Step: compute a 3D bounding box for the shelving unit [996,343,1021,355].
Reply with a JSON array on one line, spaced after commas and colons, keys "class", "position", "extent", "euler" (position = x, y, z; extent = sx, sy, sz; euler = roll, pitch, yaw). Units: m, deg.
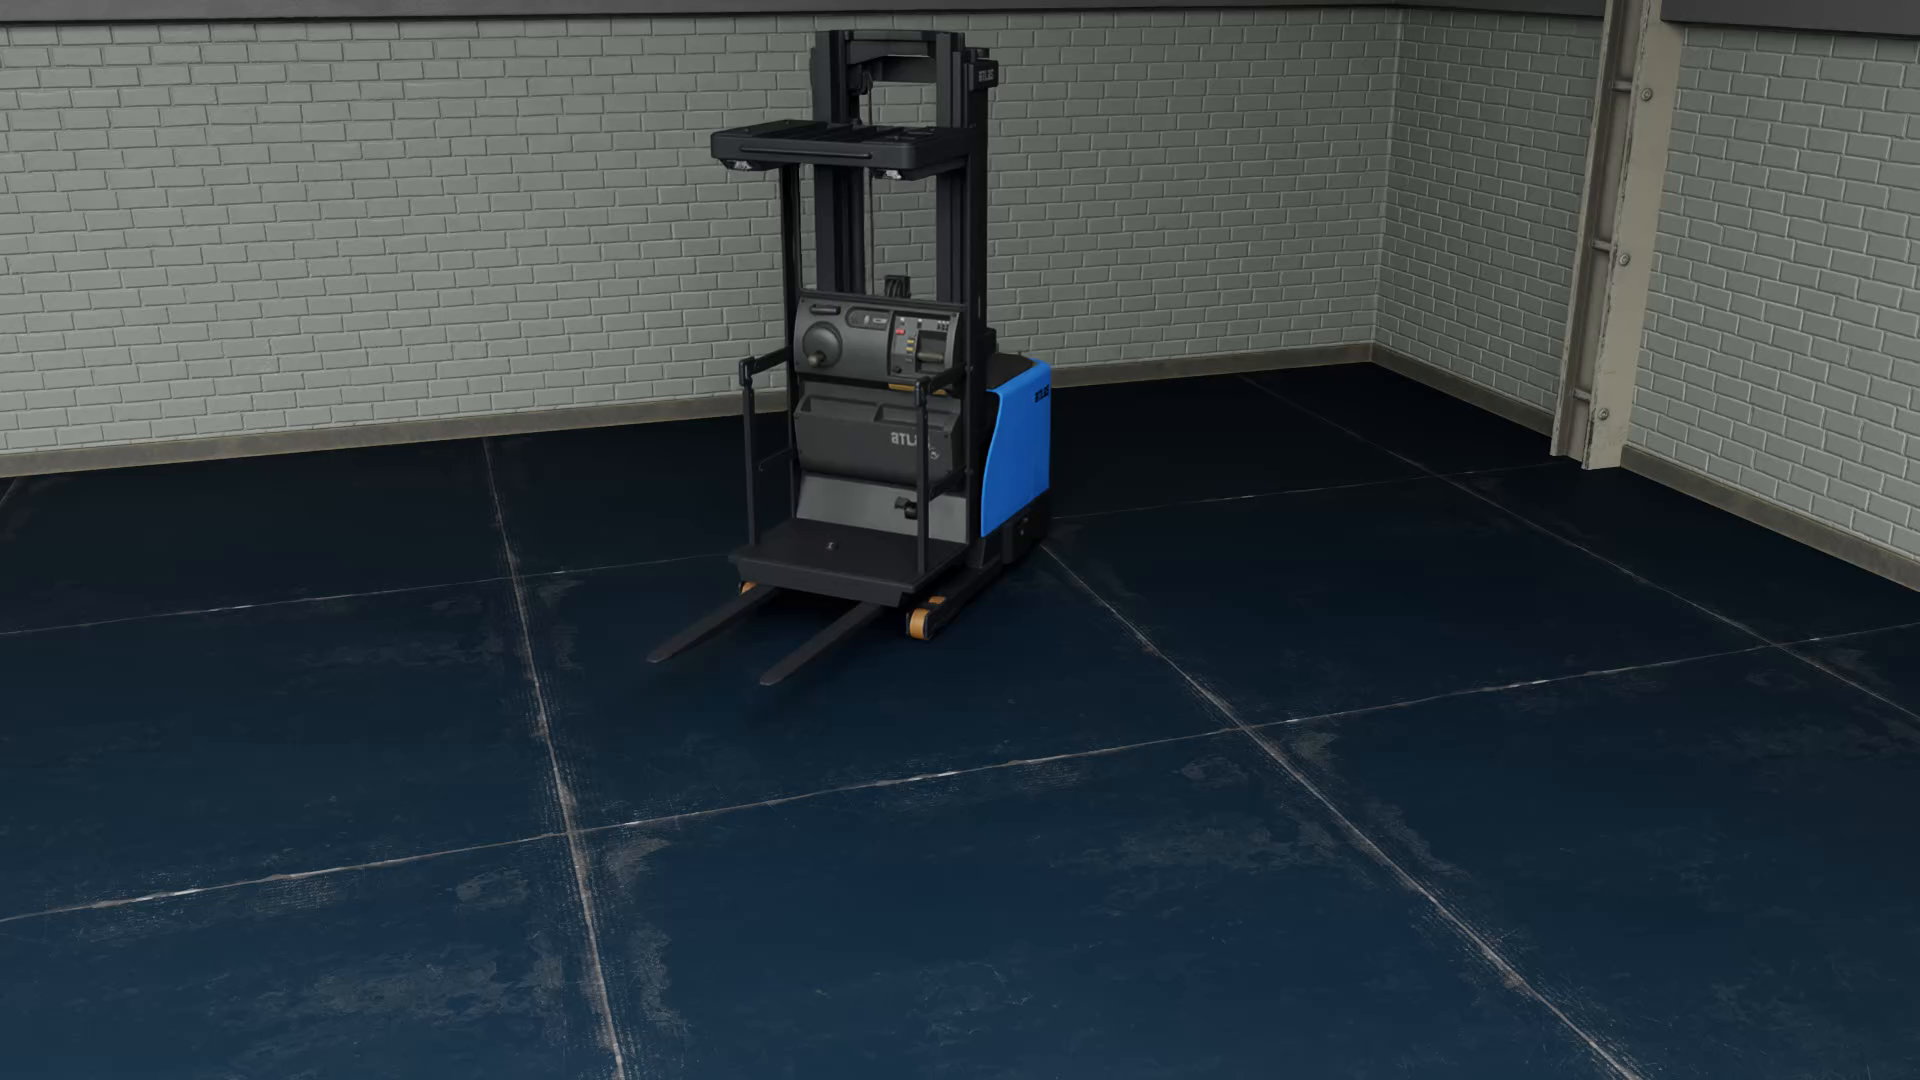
[{"class": "shelving unit", "position": [0.216, -0.659, 10.198], "extent": [0.215, 1.050, 0.252], "euler": [-12, 23, -30]}]

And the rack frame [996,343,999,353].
[{"class": "rack frame", "position": [0.151, -0.694, 10.295], "extent": [0.200, 1.050, 0.008], "euler": [-12, 23, -30]}]

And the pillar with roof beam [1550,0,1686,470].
[{"class": "pillar with roof beam", "position": [0.227, -4.332, 8.664], "extent": [9.100, 9.000, 0.400], "euler": [-6, 21, -17]}]

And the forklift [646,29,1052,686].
[{"class": "forklift", "position": [-0.526, -1.031, 8.452], "extent": [1.130, 2.935, 3.031], "euler": [9, 22, 23]}]

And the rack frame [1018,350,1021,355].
[{"class": "rack frame", "position": [0.281, -0.624, 10.101], "extent": [0.200, 1.050, 0.008], "euler": [-12, 23, -30]}]
